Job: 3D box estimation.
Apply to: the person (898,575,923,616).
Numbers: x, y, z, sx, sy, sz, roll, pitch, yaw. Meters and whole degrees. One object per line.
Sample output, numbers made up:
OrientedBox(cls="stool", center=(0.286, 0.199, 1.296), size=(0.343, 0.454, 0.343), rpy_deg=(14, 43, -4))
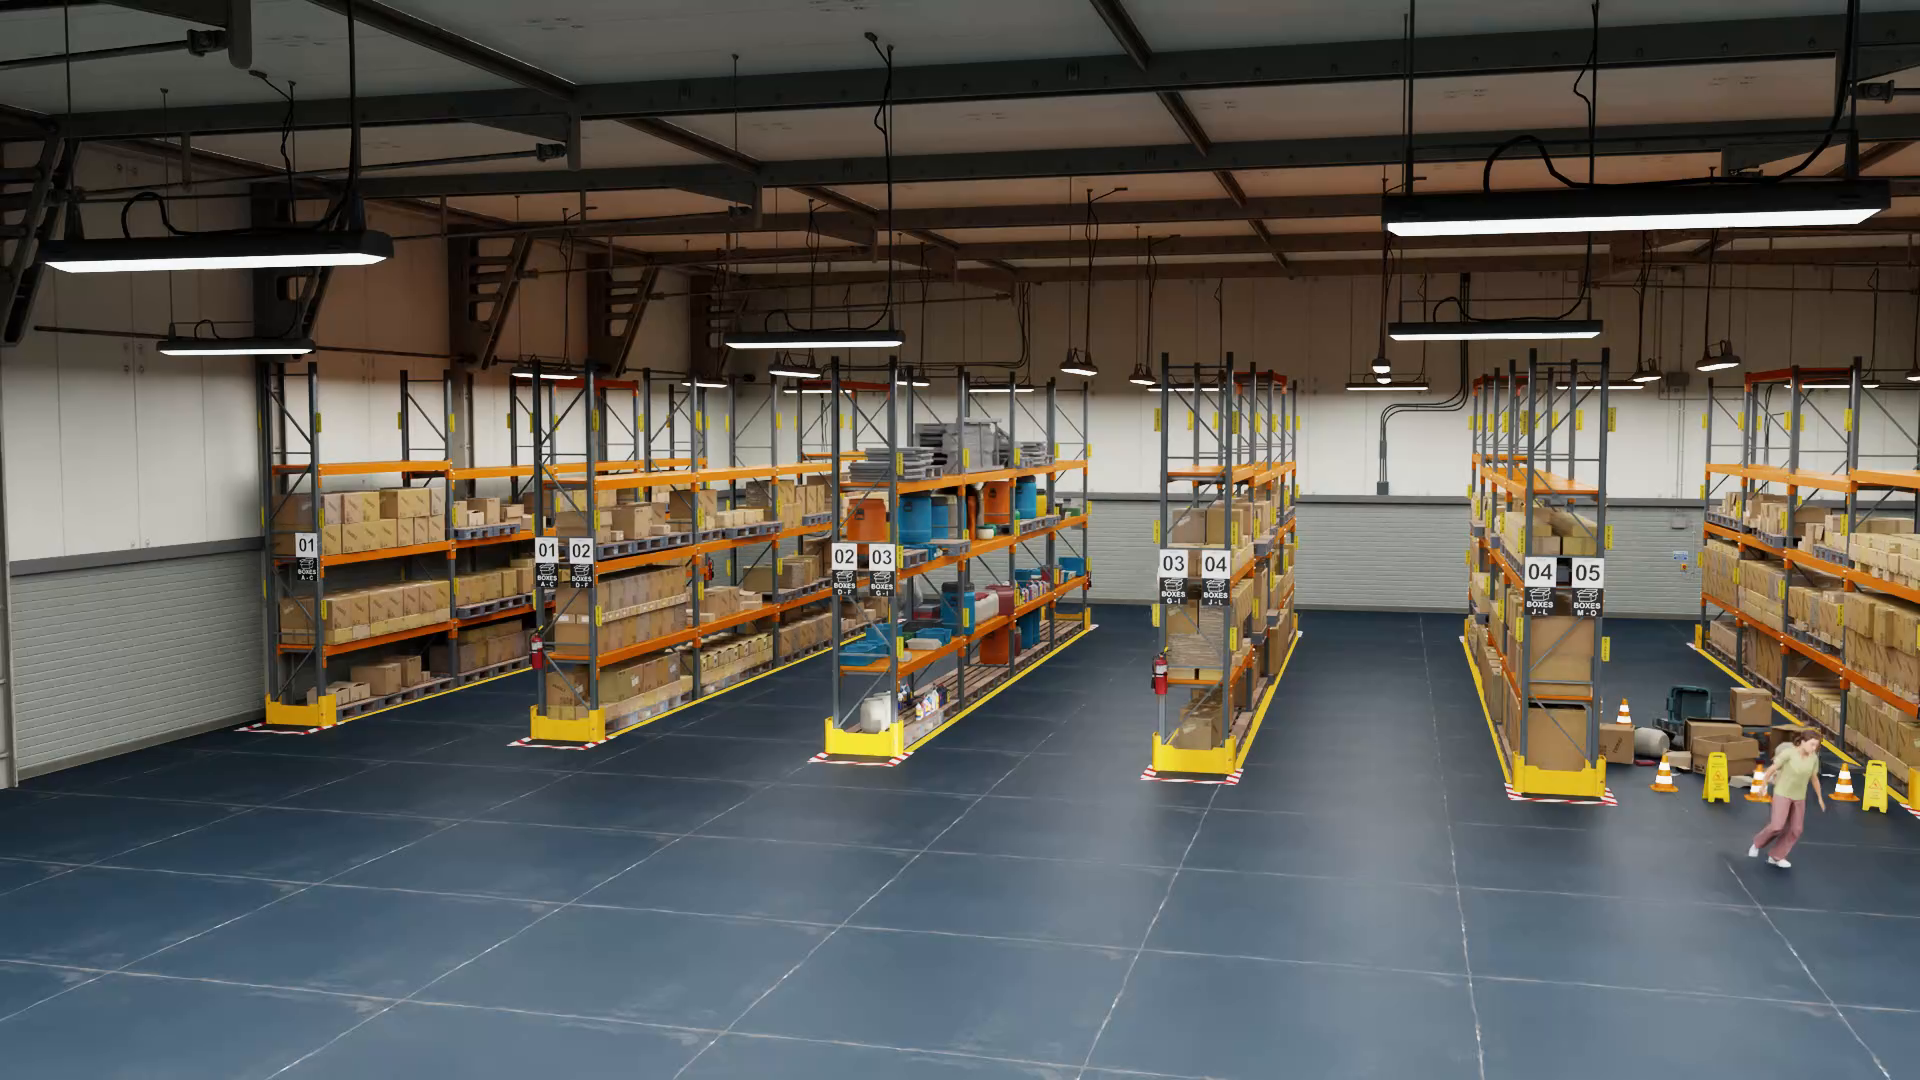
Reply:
OrientedBox(cls="person", center=(-1.296, 1.136, 42.483), size=(0.660, 1.805, 0.870), rpy_deg=(-4, 5, -41))

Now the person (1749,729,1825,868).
OrientedBox(cls="person", center=(9.296, 2.881, 18.675), size=(0.702, 1.594, 0.602), rpy_deg=(0, 4, -3))
